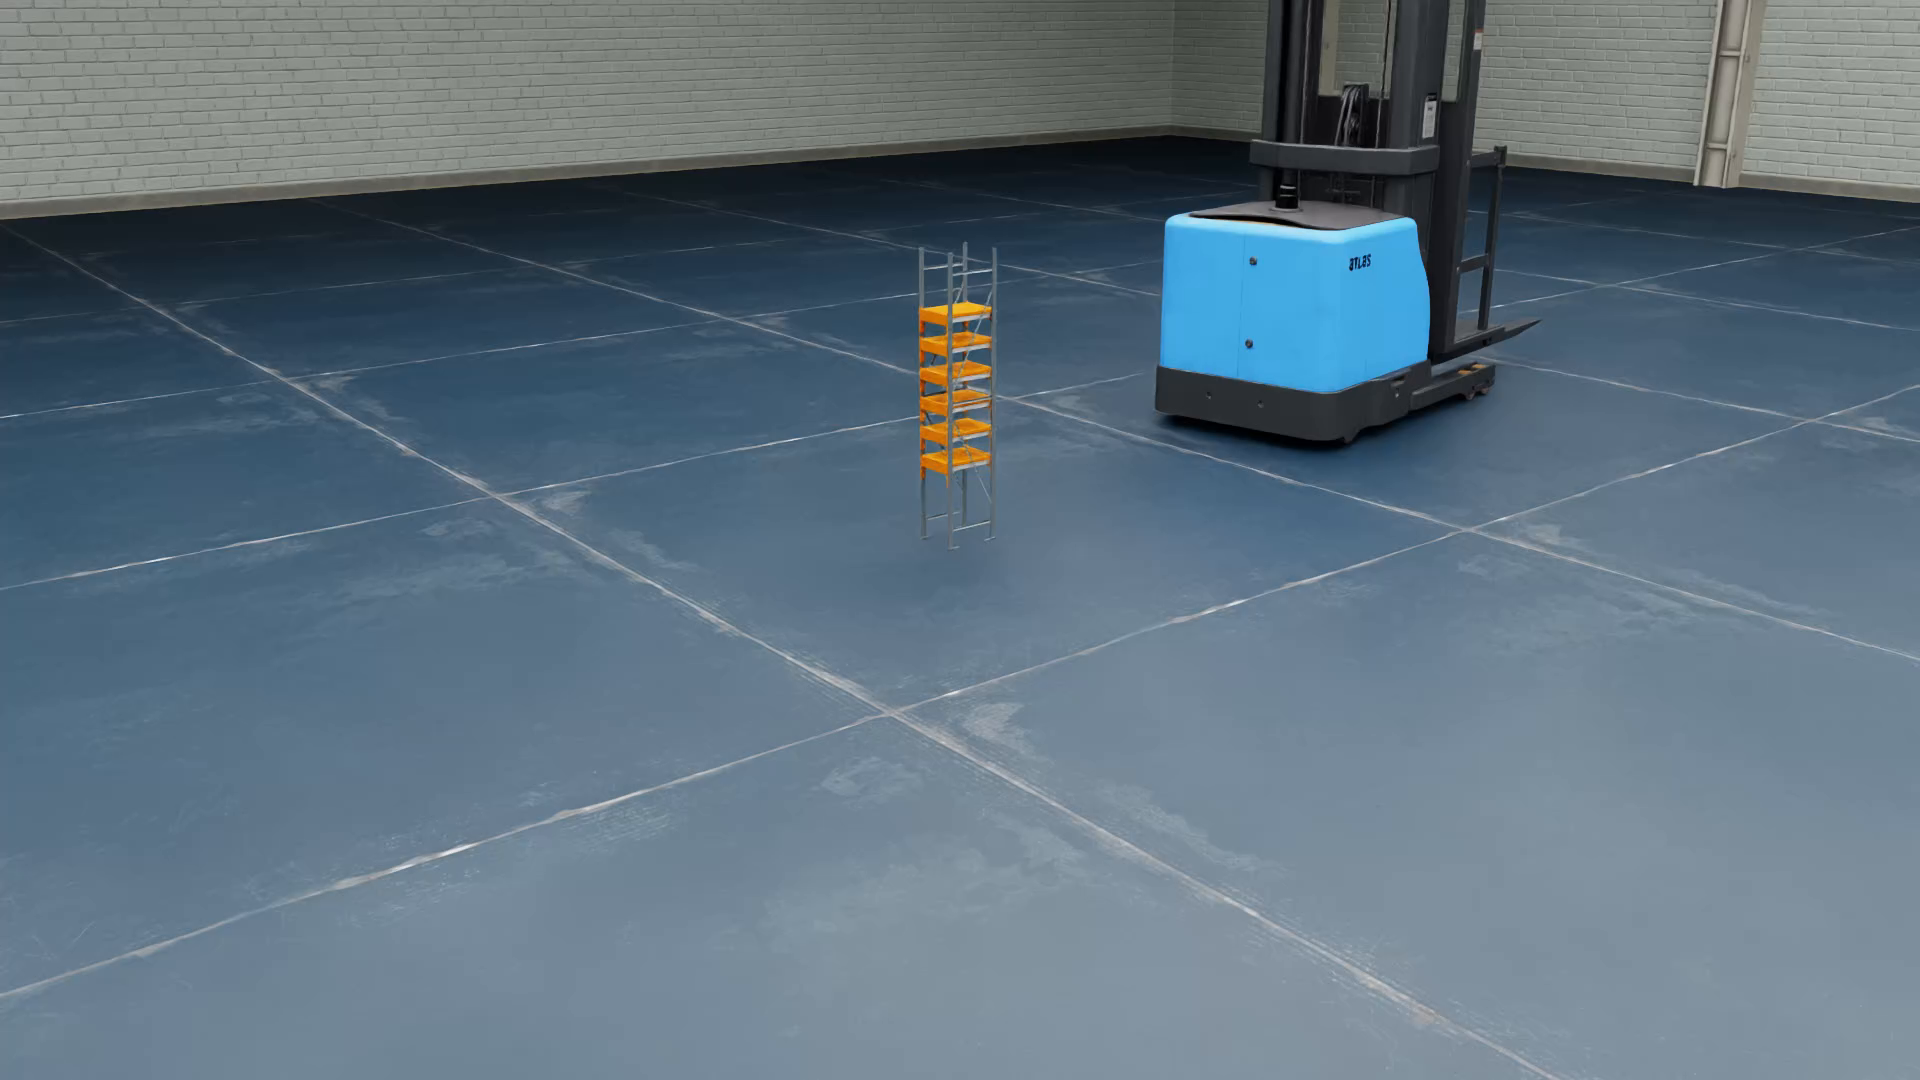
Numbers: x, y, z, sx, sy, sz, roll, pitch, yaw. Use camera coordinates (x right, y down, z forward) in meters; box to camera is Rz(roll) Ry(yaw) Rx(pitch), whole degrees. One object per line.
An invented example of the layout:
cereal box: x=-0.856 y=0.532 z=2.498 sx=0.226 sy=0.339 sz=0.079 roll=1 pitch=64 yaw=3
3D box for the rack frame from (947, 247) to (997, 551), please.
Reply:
rack frame: x=0.048 y=-0.551 z=6.617 sx=0.240 sy=1.200 sz=0.006 roll=-14 pitch=23 yaw=-36

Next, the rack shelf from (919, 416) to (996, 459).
rack shelf: x=-0.009 y=-0.417 z=6.736 sx=0.258 sy=0.103 sz=0.180 roll=-14 pitch=23 yaw=-36

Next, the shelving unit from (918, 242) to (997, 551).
shelving unit: x=-0.009 y=-0.573 z=6.685 sx=0.258 sy=1.200 sz=0.189 roll=-14 pitch=23 yaw=-36

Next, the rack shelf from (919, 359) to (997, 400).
rack shelf: x=-0.009 y=-0.645 z=6.661 sx=0.258 sy=0.103 sz=0.180 roll=-14 pitch=23 yaw=-36

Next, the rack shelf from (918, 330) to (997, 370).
rack shelf: x=-0.009 y=-0.759 z=6.623 sx=0.258 sy=0.103 sz=0.180 roll=-14 pitch=23 yaw=-36

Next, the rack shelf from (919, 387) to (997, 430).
rack shelf: x=-0.009 y=-0.531 z=6.699 sx=0.258 sy=0.103 sz=0.180 roll=-14 pitch=23 yaw=-36

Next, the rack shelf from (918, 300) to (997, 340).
rack shelf: x=-0.009 y=-0.873 z=6.585 sx=0.258 sy=0.103 sz=0.180 roll=-14 pitch=23 yaw=-36

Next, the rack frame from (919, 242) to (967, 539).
rack frame: x=-0.066 y=-0.596 z=6.753 sx=0.240 sy=1.200 sz=0.006 roll=-14 pitch=23 yaw=-36

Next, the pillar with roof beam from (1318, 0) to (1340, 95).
pillar with roof beam: x=1.640 y=-9.003 z=19.737 sx=9.100 sy=9.000 sz=0.400 roll=-14 pitch=23 yaw=-36

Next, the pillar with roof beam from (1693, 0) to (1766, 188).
pillar with roof beam: x=5.365 y=-7.525 z=15.272 sx=9.100 sy=9.000 sz=0.400 roll=-14 pitch=23 yaw=-36

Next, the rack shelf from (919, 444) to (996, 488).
rack shelf: x=-0.009 y=-0.303 z=6.774 sx=0.258 sy=0.103 sz=0.180 roll=-14 pitch=23 yaw=-36

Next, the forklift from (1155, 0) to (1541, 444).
forklift: x=2.361 y=-2.258 z=9.020 sx=1.130 sy=2.935 sz=3.031 roll=15 pitch=24 yaw=38
